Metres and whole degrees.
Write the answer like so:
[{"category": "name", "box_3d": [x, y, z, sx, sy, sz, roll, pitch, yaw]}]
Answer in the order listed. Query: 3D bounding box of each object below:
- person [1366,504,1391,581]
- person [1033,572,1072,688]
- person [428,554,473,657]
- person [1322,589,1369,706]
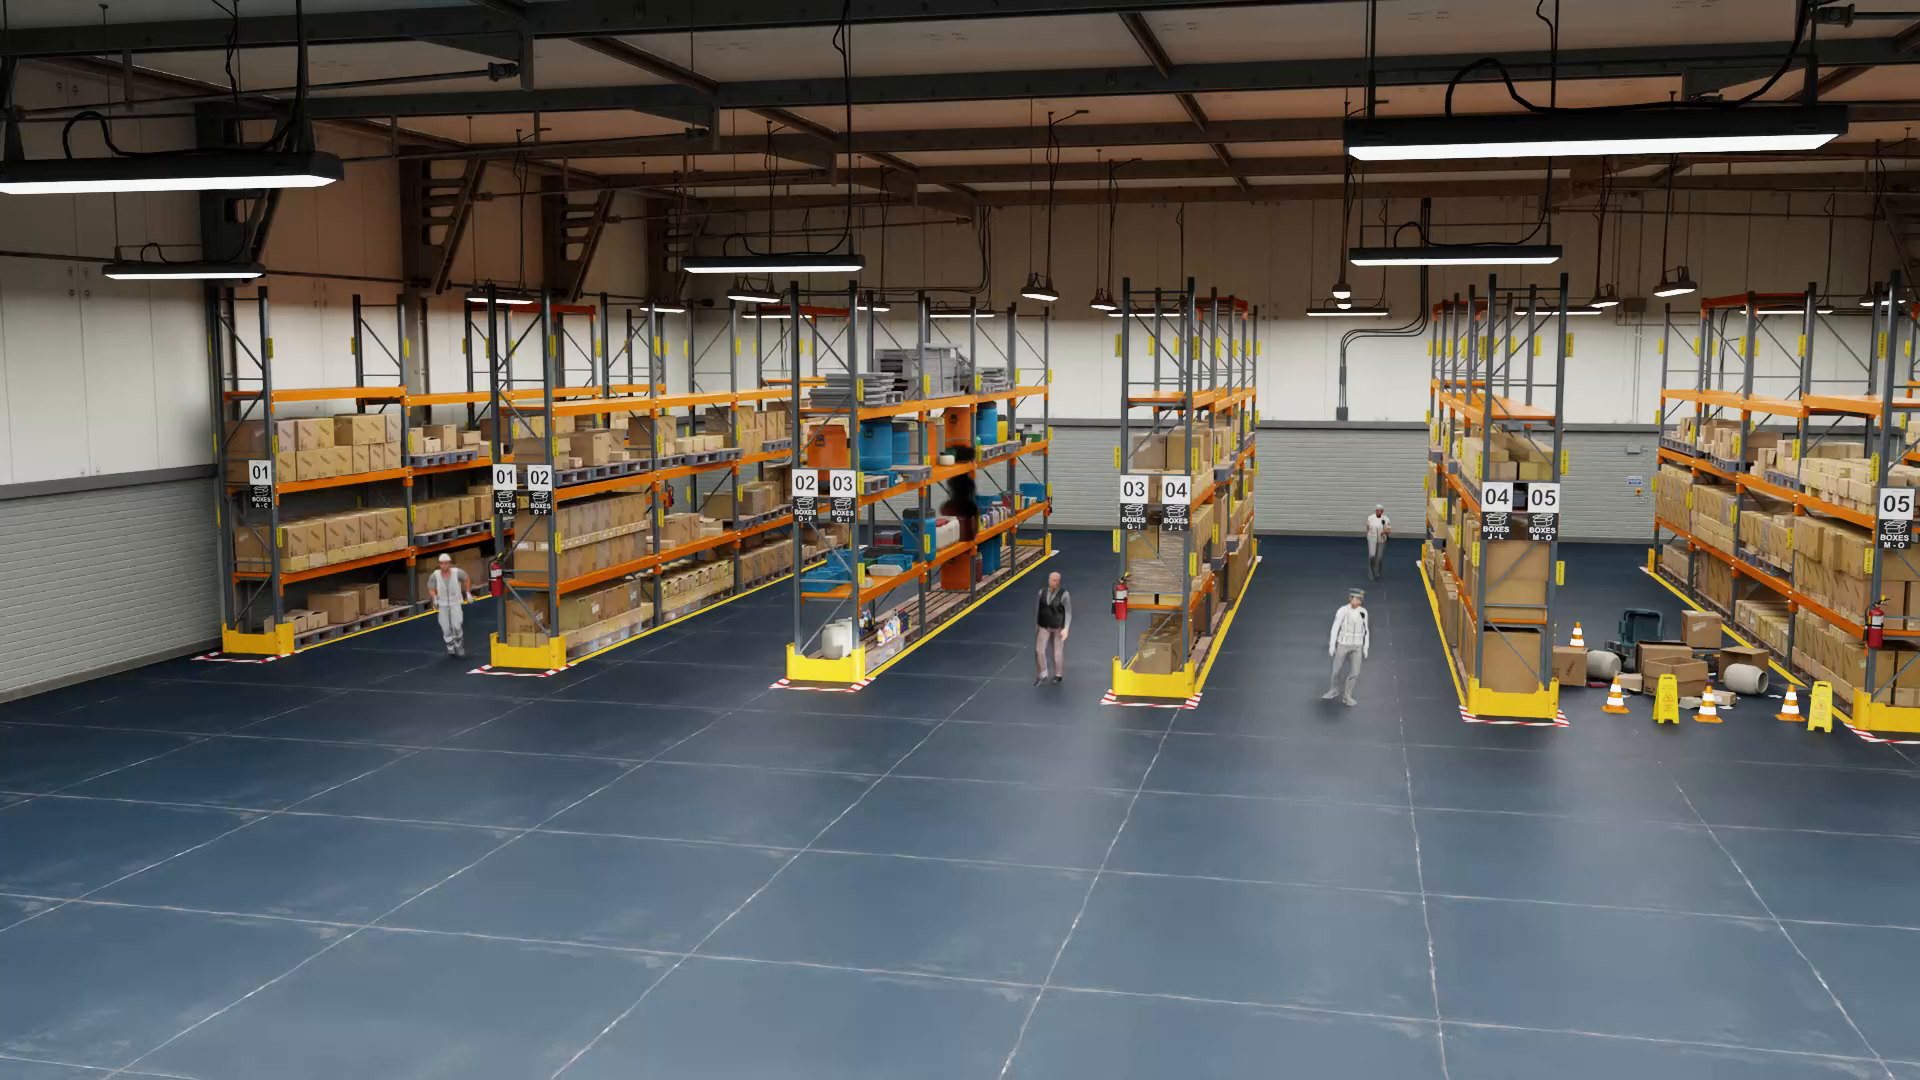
[{"category": "person", "box_3d": [9.083, 0.056, 36.119, 0.501, 1.683, 0.779, 1, 7, 9]}, {"category": "person", "box_3d": [1.378, 1.330, 24.741, 0.612, 1.742, 0.614, 2, 7, 19]}, {"category": "person", "box_3d": [-8.196, 1.056, 26.704, 0.626, 1.706, 0.954, -1, 7, -7]}, {"category": "person", "box_3d": [5.452, 1.496, 23.465, 0.594, 1.652, 0.484, -1, 7, -5]}]
